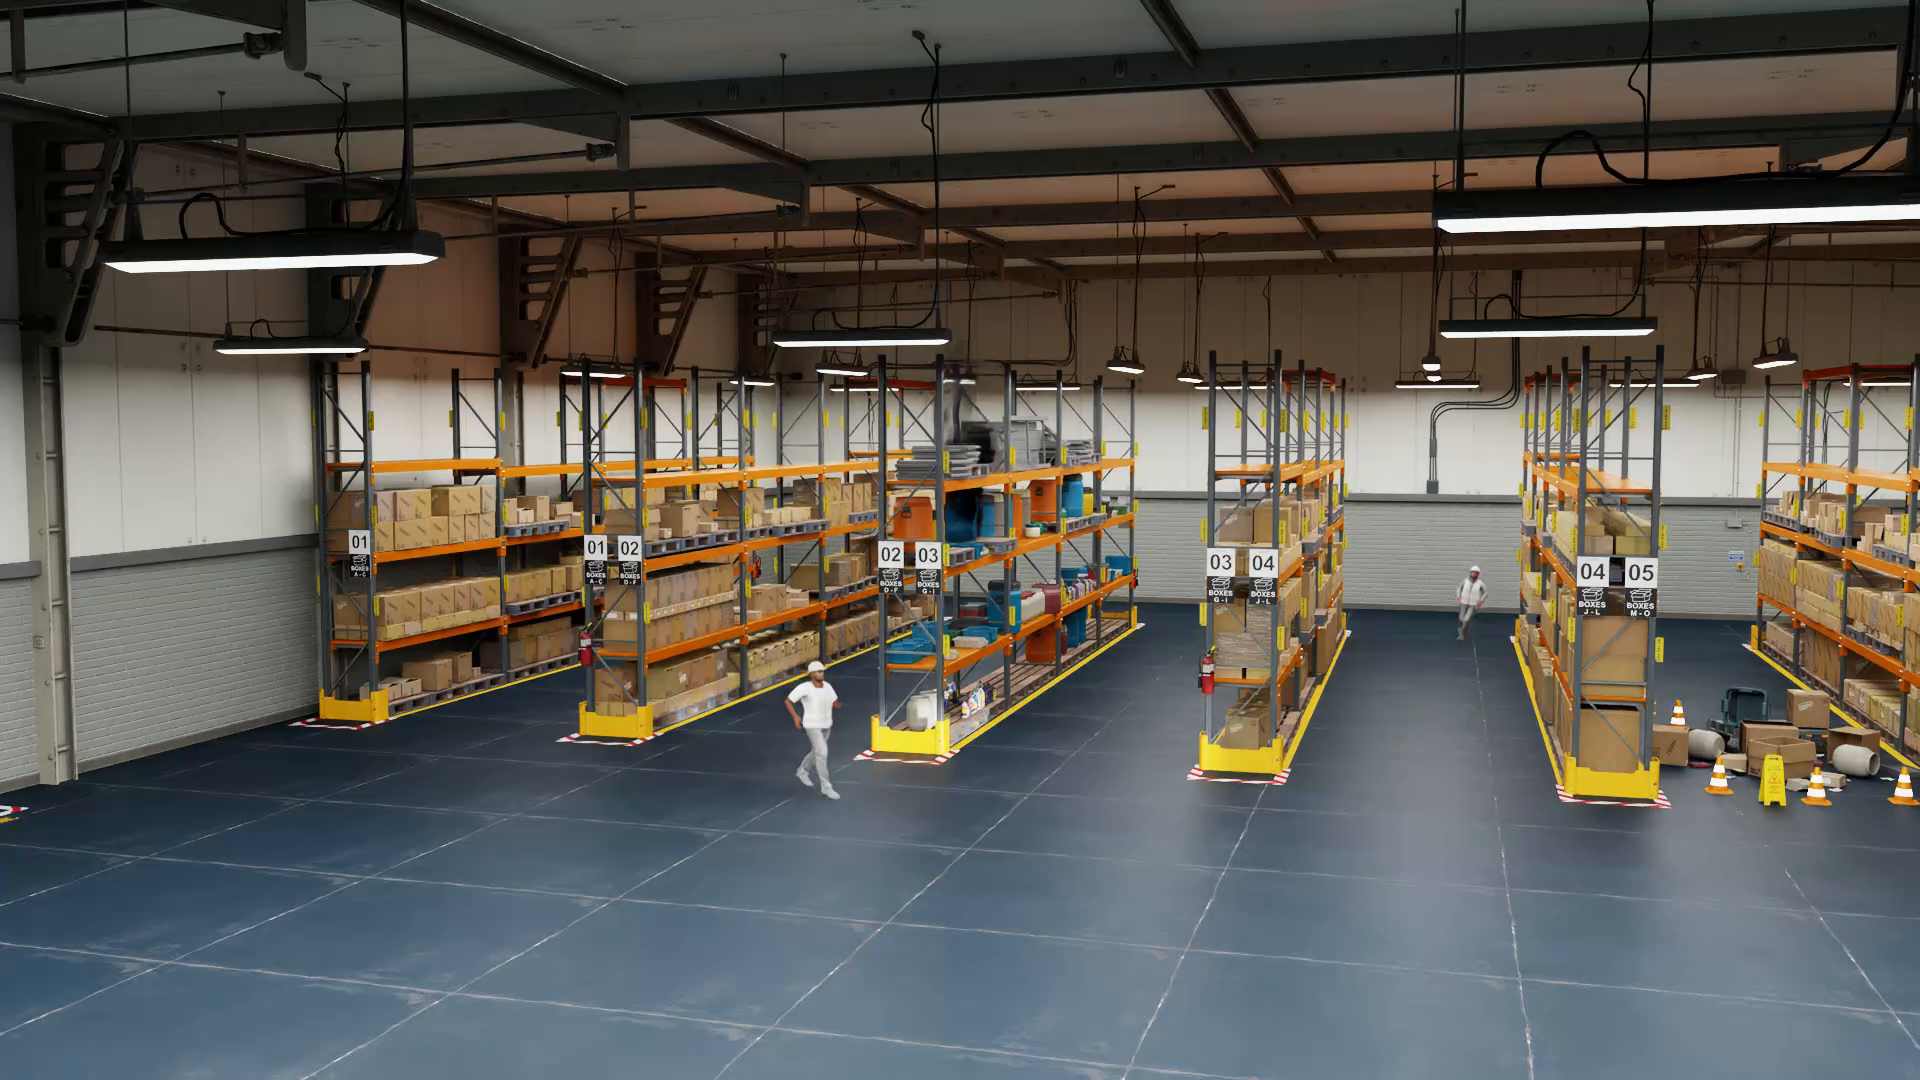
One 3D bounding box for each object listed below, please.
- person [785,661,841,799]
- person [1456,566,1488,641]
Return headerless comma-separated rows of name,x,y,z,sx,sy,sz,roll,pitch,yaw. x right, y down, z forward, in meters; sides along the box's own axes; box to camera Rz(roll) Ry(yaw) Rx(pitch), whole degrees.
person,-1.903,2.506,22.239,0.945,1.780,0.691,3,5,40
person,11.662,1.446,37.915,0.697,1.698,0.582,2,5,27
